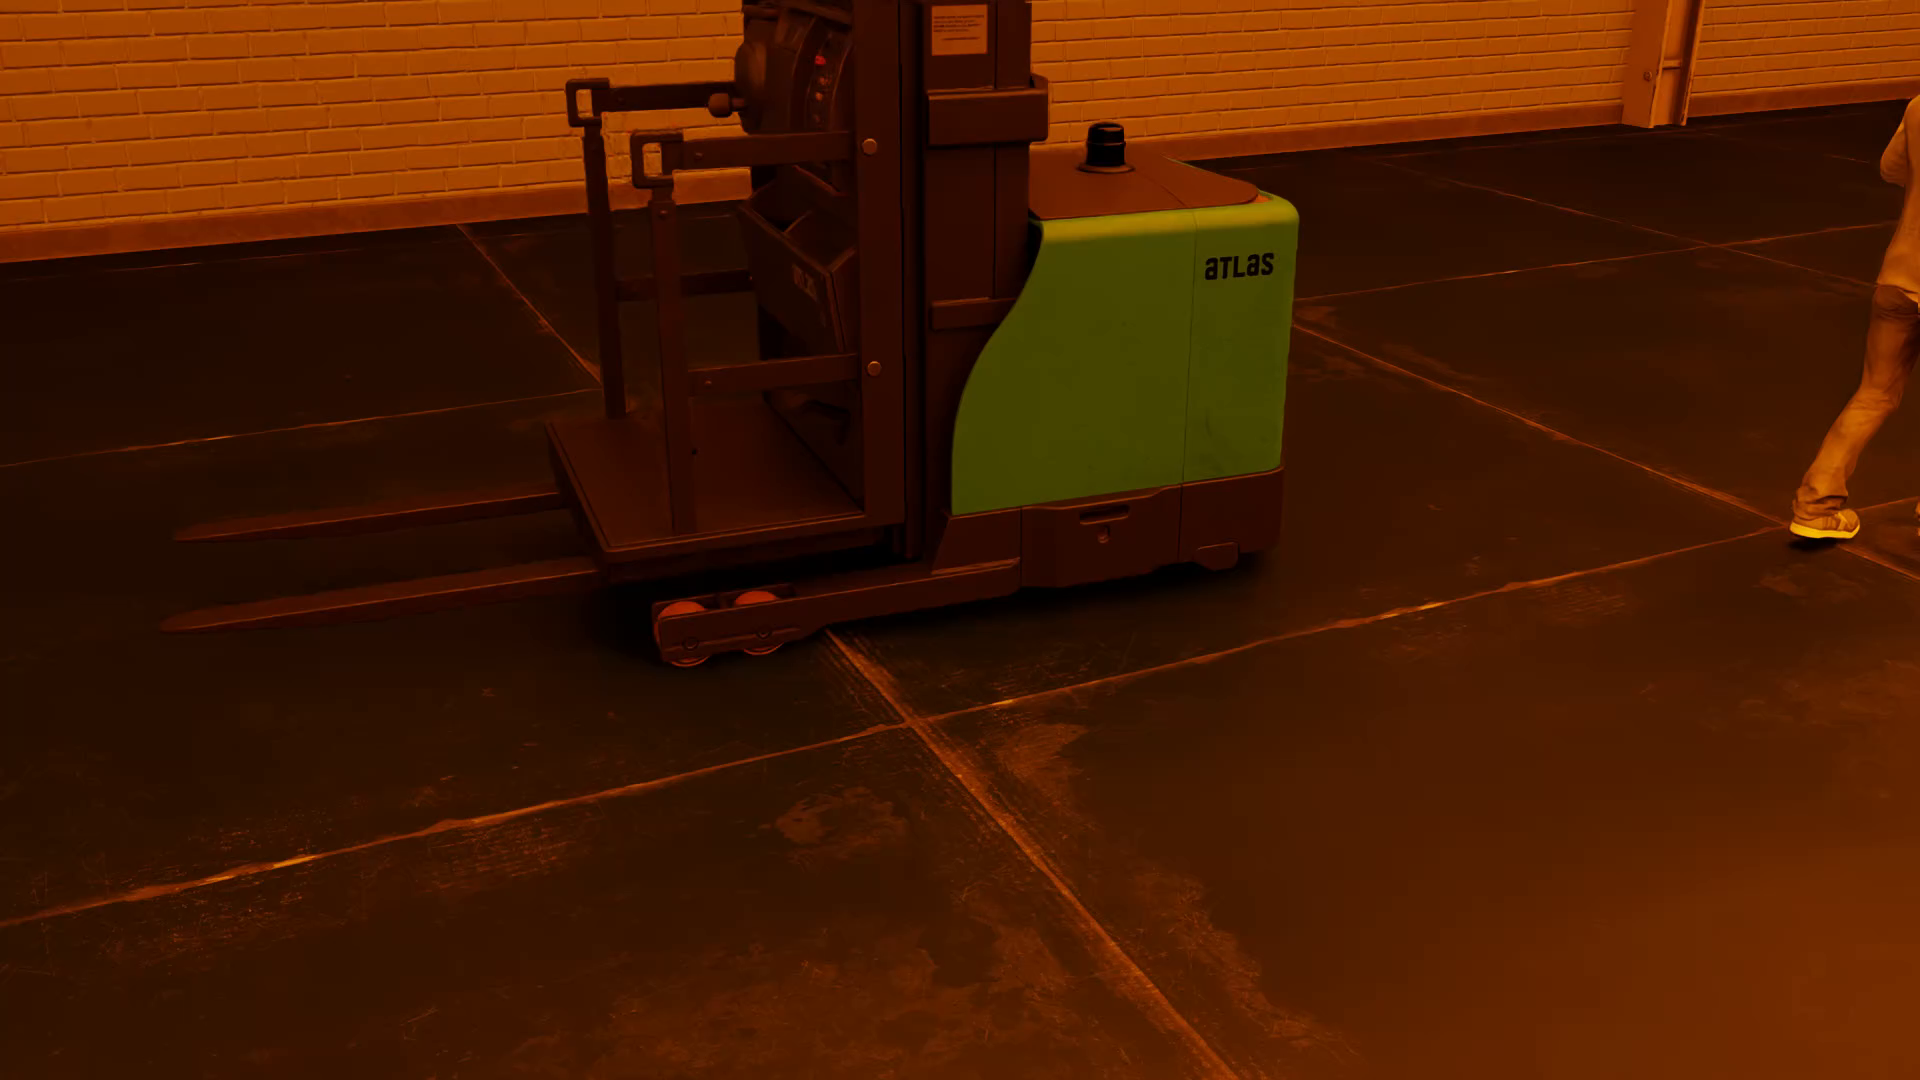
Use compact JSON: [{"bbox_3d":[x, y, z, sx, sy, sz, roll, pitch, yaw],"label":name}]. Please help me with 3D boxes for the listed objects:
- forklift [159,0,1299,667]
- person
[{"bbox_3d":[-0.626,-1.253,4.302,3.031,2.935,1.130,-8,24,-19],"label":"forklift"},{"bbox_3d":[2.872,-0.707,4.782,0.708,1.579,0.822,-9,24,-20],"label":"person"}]
